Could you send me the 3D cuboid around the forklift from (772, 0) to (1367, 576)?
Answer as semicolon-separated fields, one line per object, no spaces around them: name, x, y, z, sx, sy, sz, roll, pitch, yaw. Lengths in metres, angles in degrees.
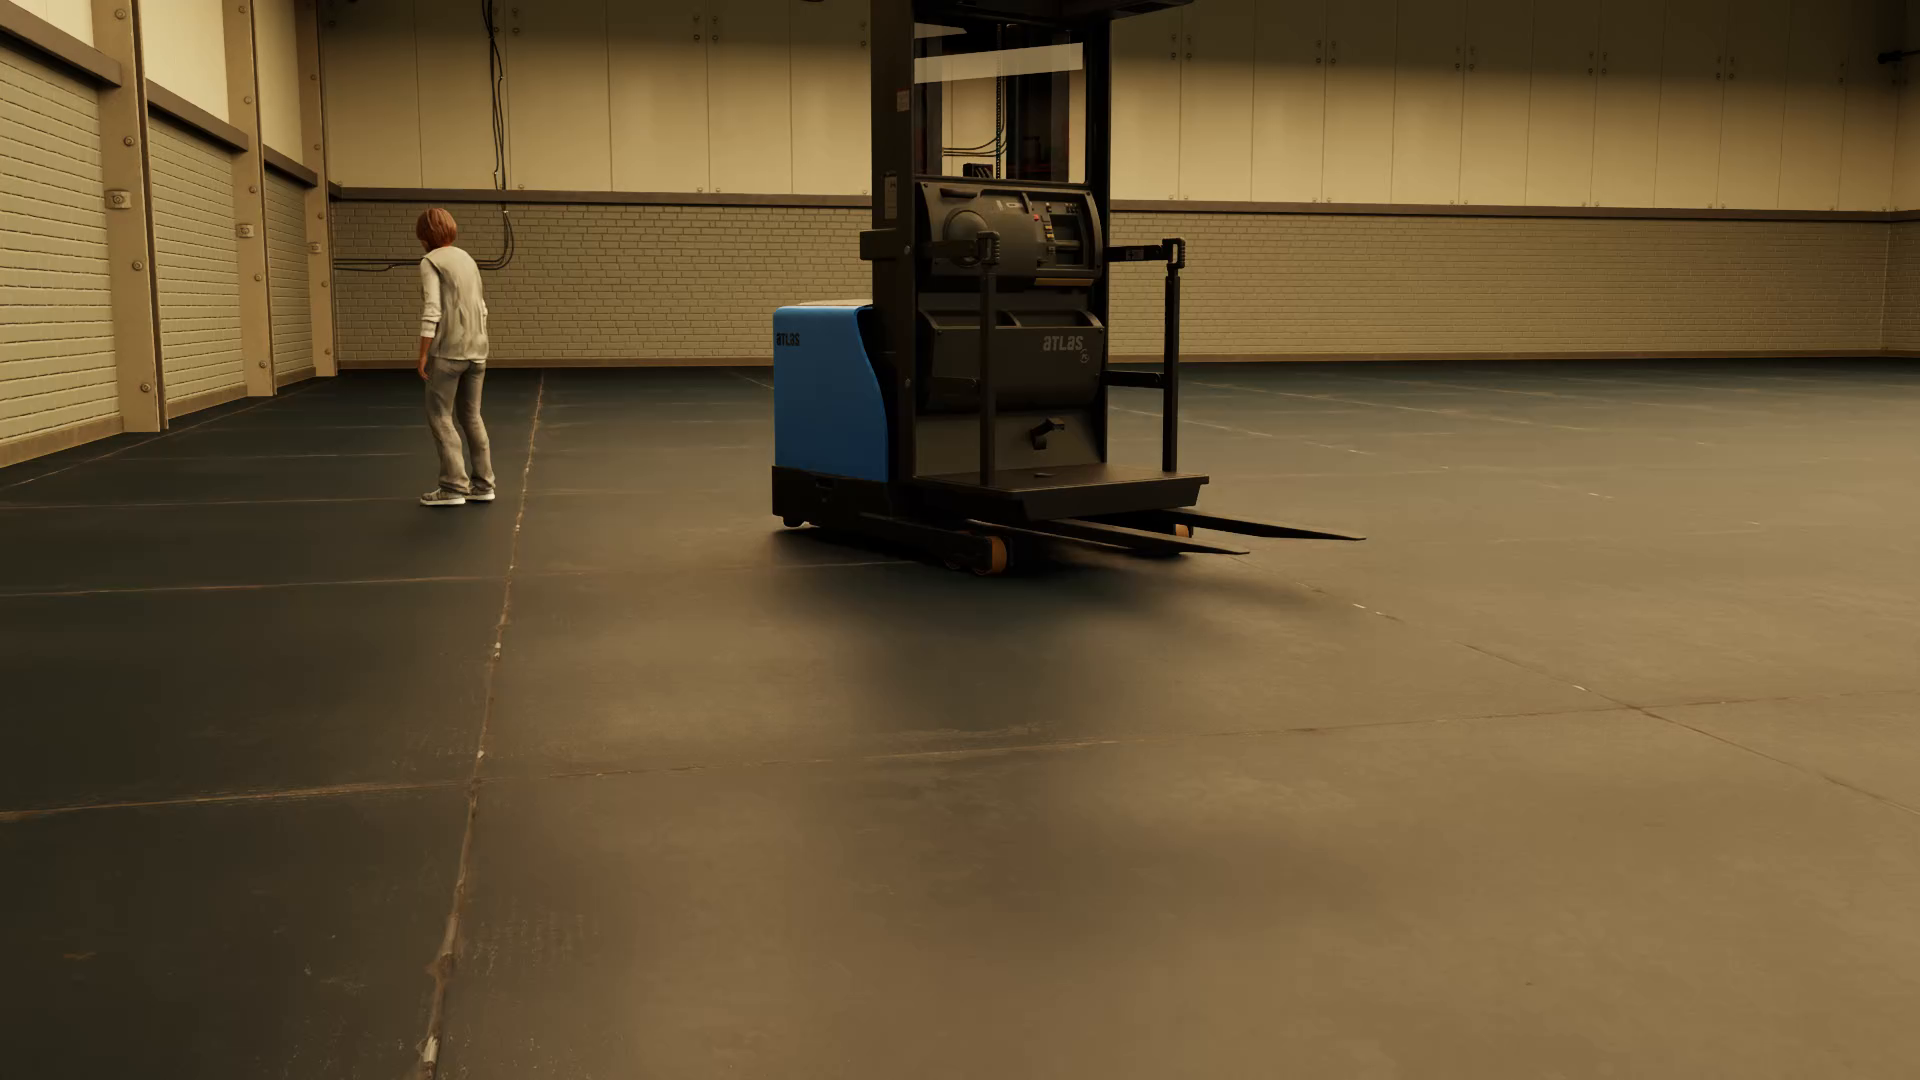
forklift;0.355;-1.383;7.015;1.130;2.935;3.031;-6;10;-35

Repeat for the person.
person;-2.742;-0.986;9.008;0.344;1.593;0.485;4;9;26
